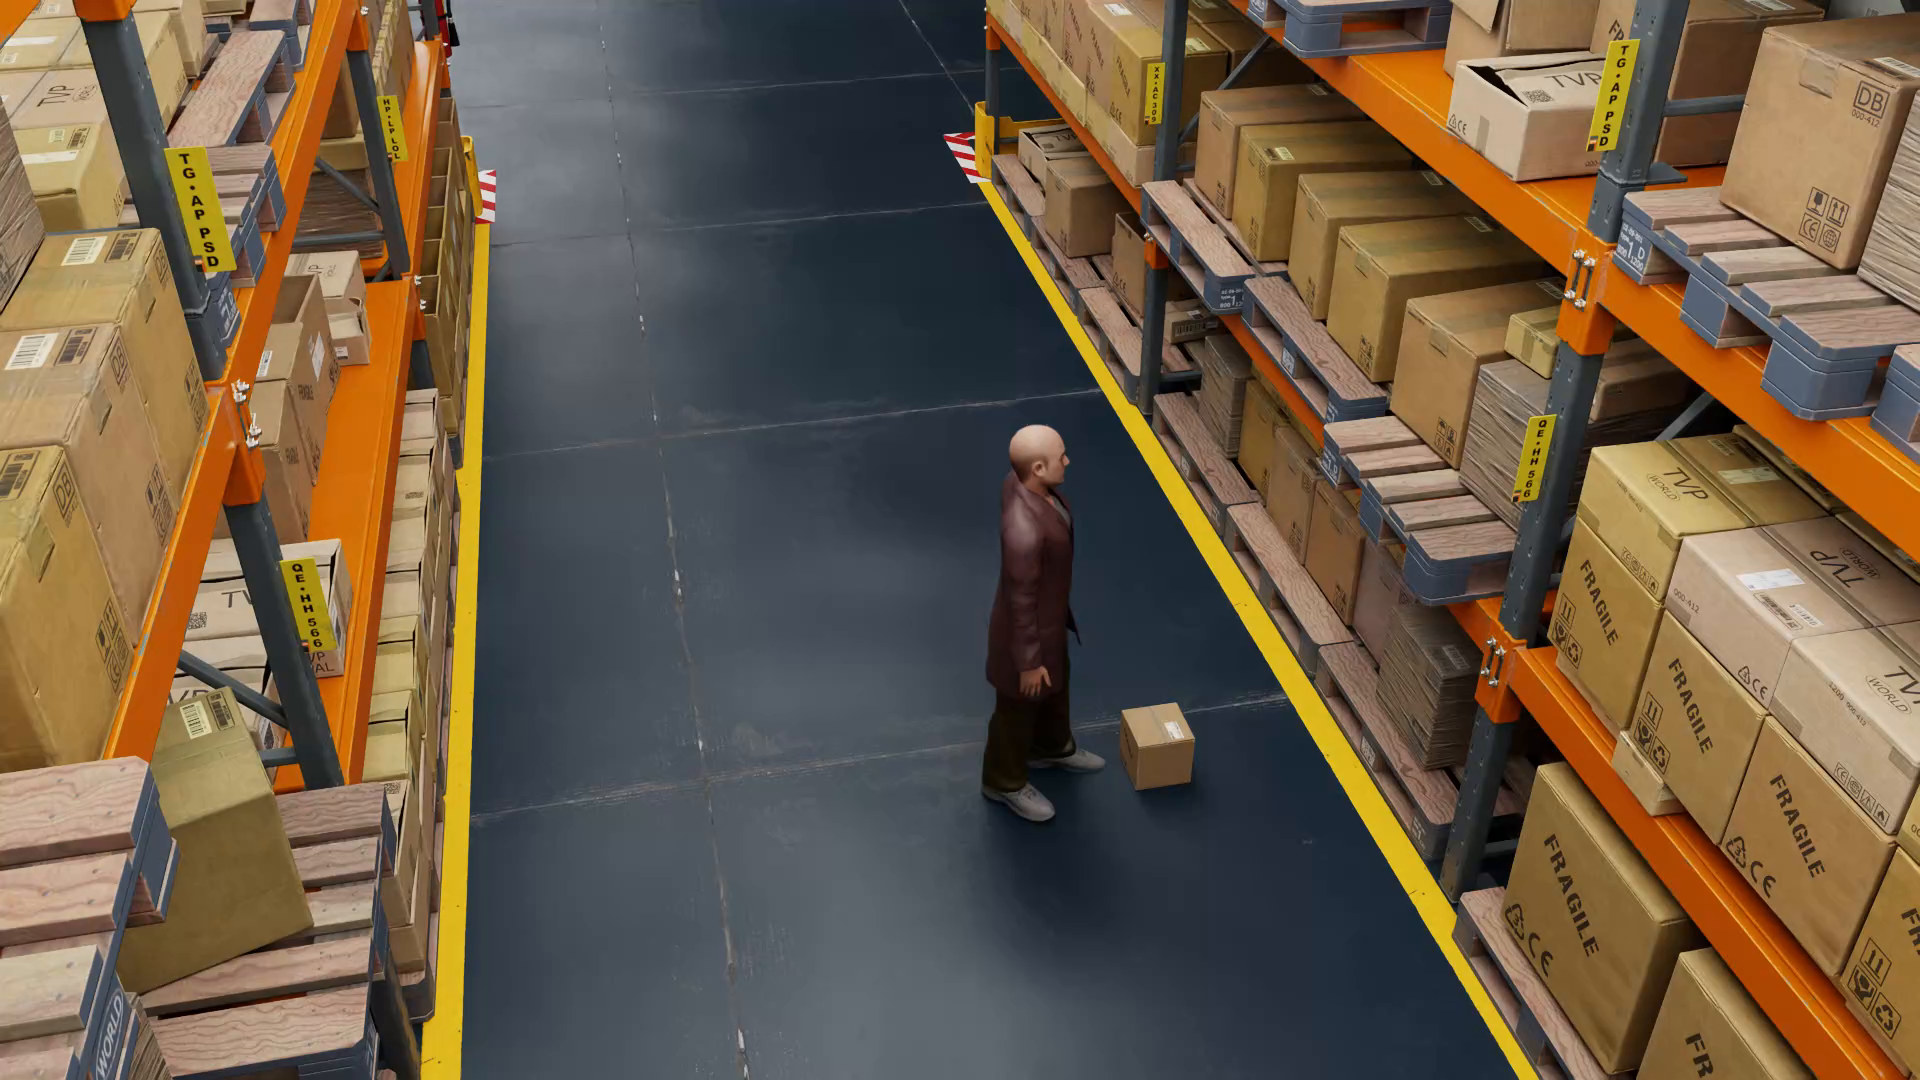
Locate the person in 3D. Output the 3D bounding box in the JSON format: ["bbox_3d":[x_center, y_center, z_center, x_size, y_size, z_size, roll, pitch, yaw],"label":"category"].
[{"bbox_3d":[0.349,0.360,6.622,0.529,1.806,0.649,4,34,6],"label":"person"}]
